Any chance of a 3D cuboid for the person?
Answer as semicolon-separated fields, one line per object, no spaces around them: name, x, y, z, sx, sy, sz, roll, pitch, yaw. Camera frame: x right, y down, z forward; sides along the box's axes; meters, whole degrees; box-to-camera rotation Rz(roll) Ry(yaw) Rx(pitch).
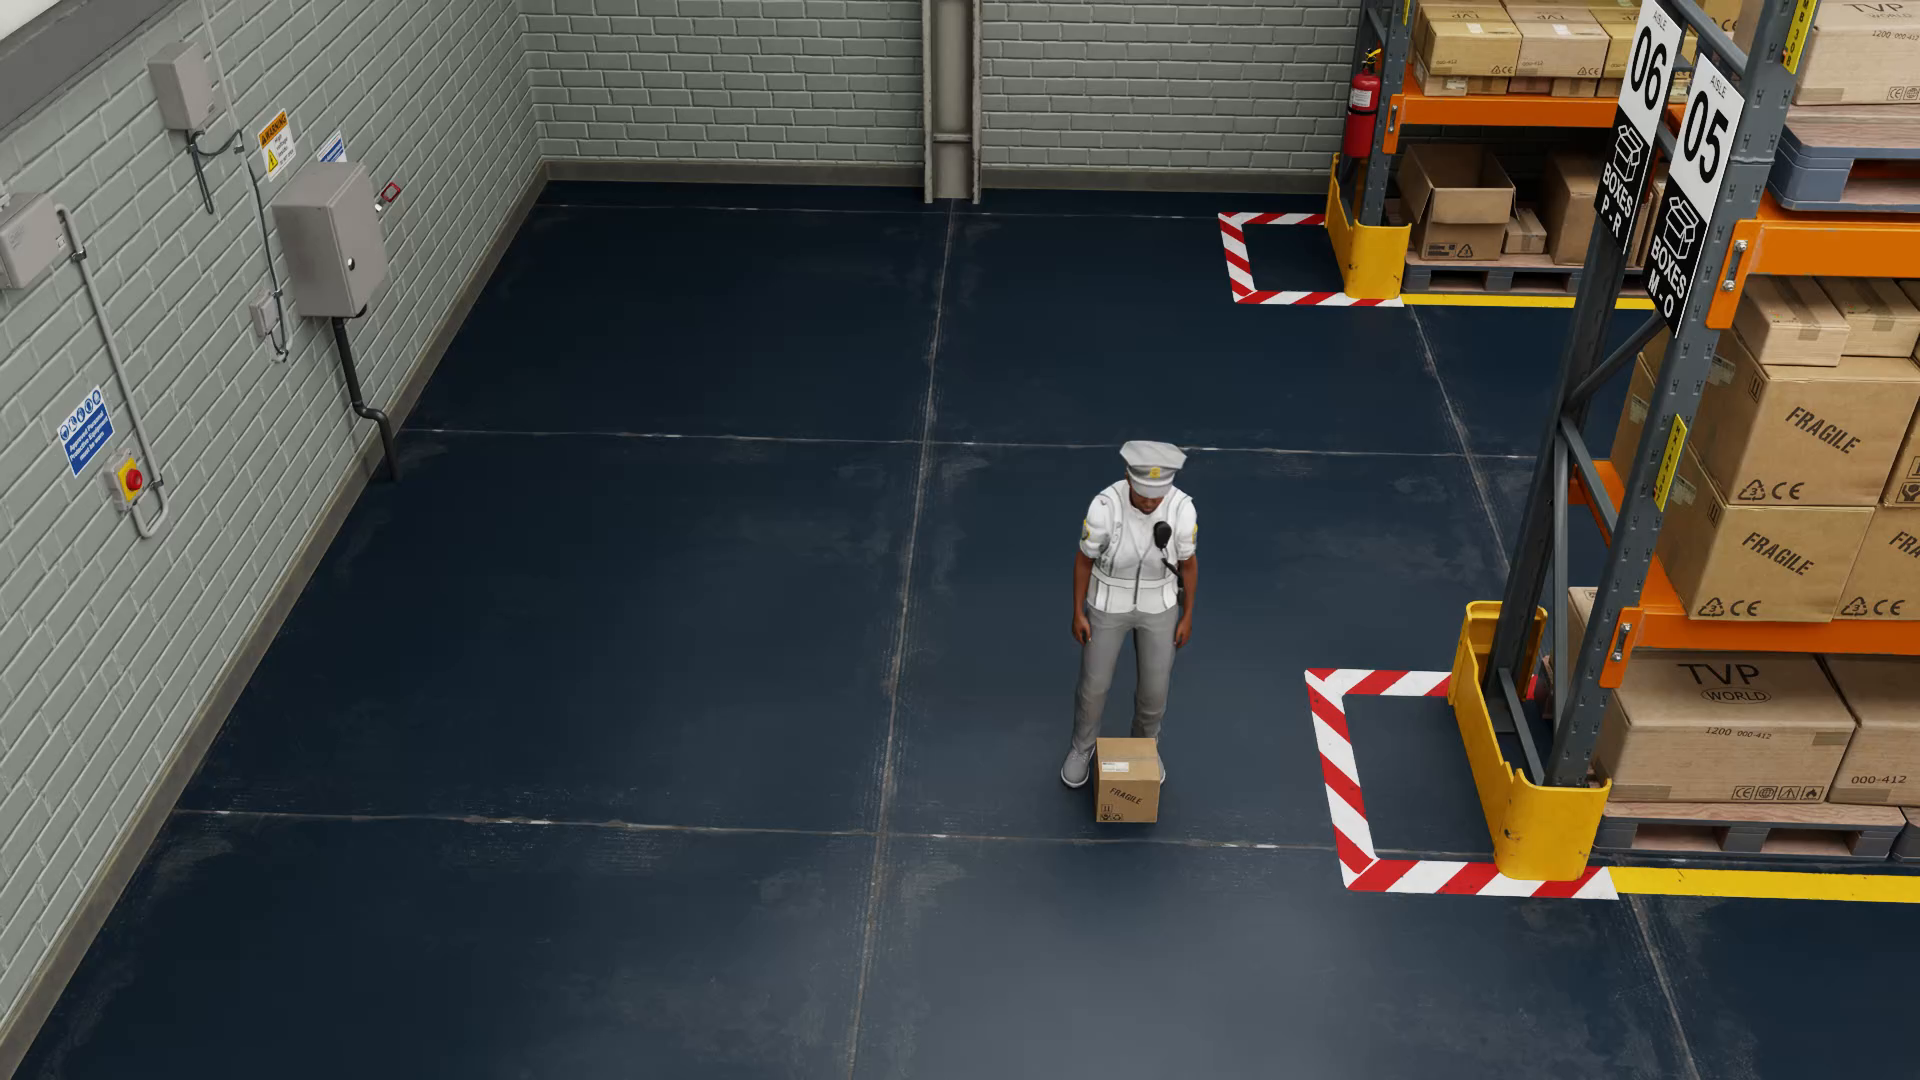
person;0.690;0.294;6.709;0.508;1.659;0.395;1;36;2
